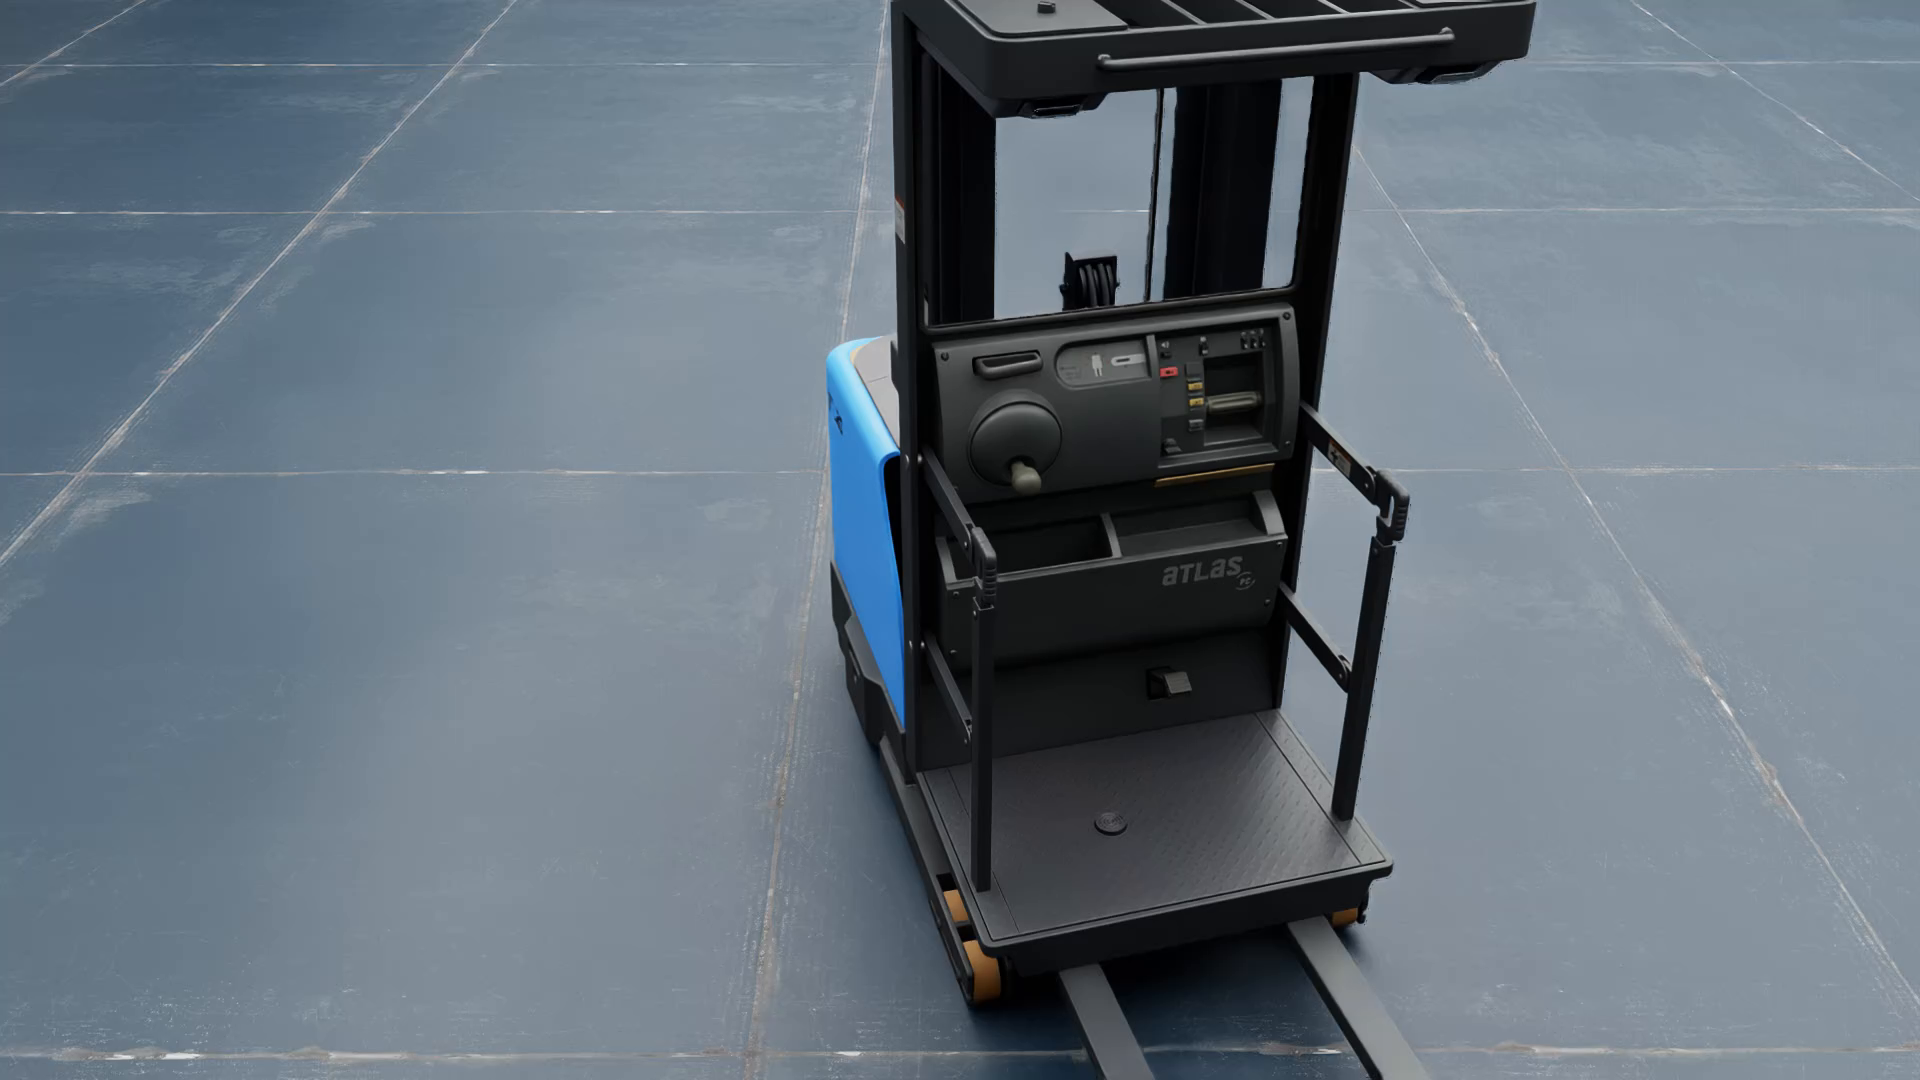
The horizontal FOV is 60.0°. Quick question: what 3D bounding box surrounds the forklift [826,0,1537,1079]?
[{"bbox_3d":[0.455,-0.289,3.900,1.130,2.935,3.031,-8,32,-13],"label":"forklift"}]
